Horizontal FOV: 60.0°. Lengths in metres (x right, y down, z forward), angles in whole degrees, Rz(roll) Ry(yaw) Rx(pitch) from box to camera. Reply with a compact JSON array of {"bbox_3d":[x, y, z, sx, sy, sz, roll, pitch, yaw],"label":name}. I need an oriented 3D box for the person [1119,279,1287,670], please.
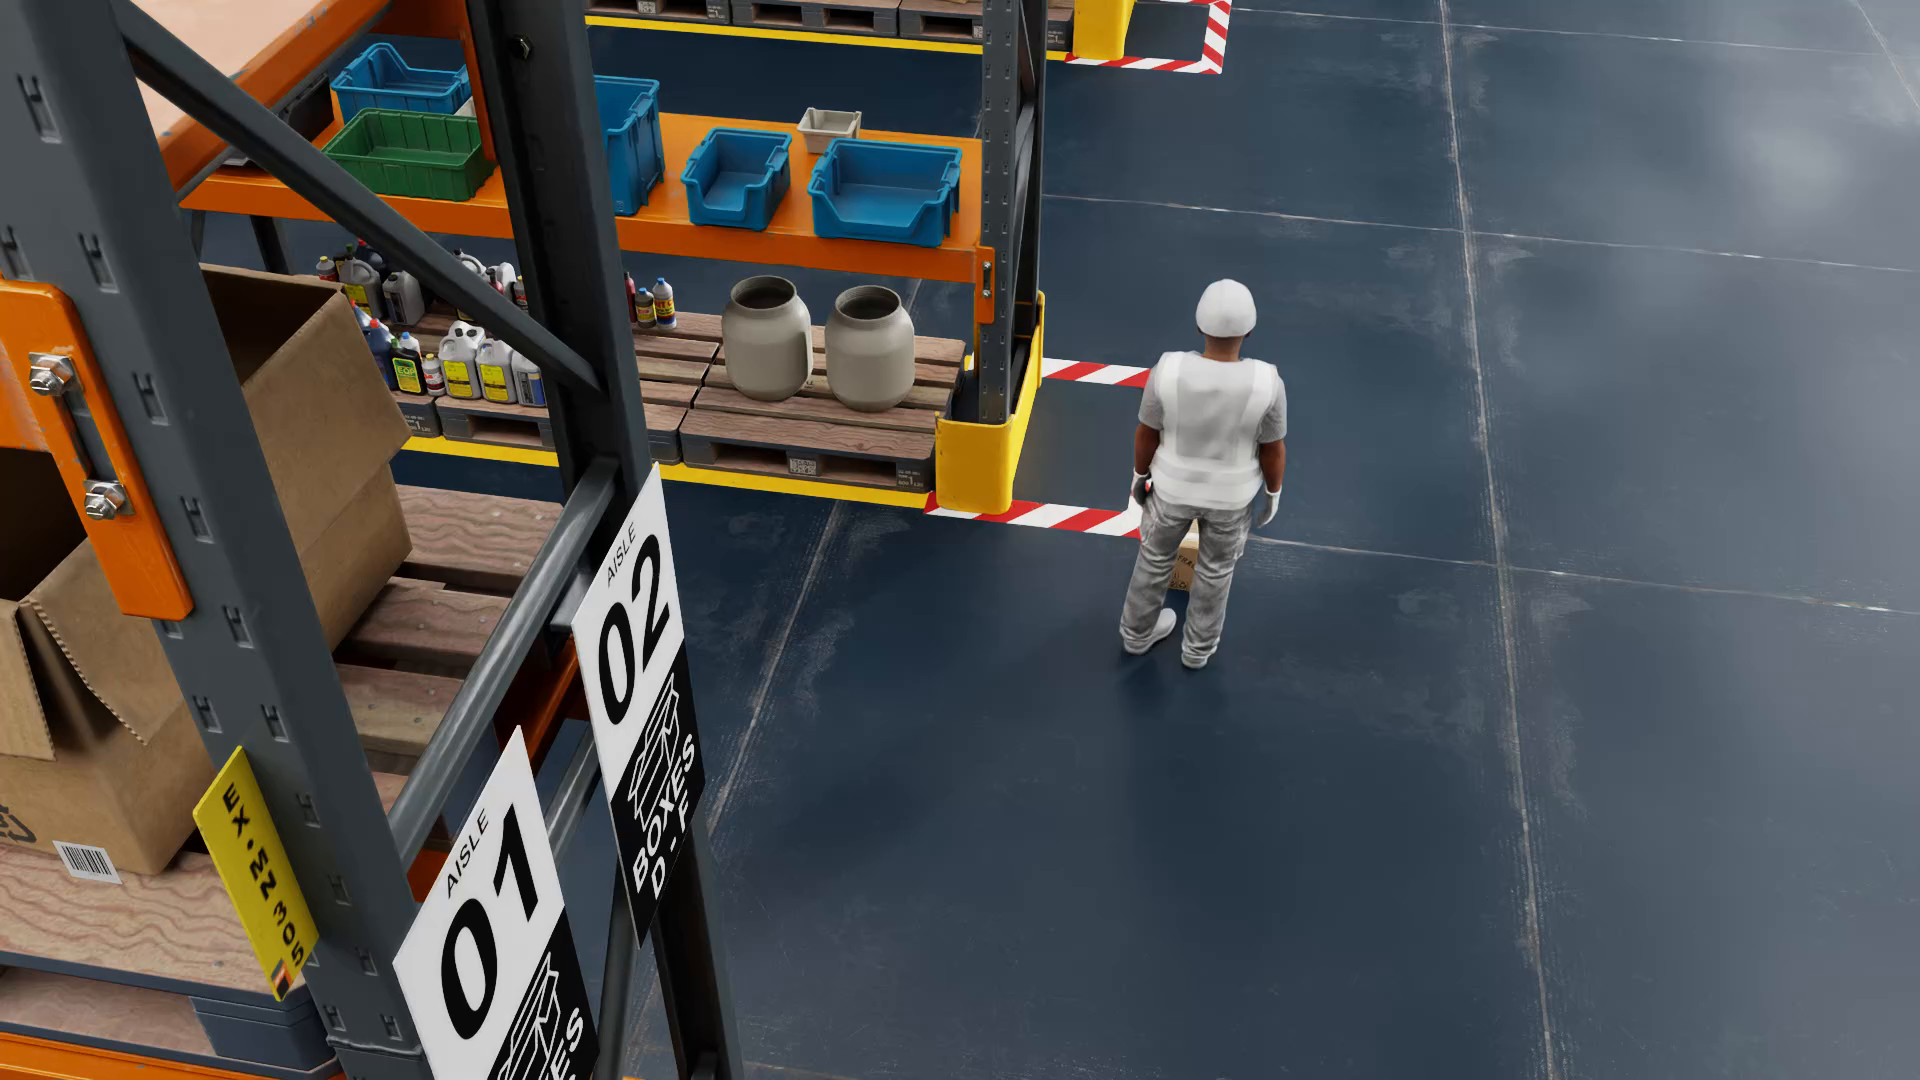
[{"bbox_3d":[0.948,-0.227,6.401,0.570,1.786,0.381,8,41,9],"label":"person"}]
